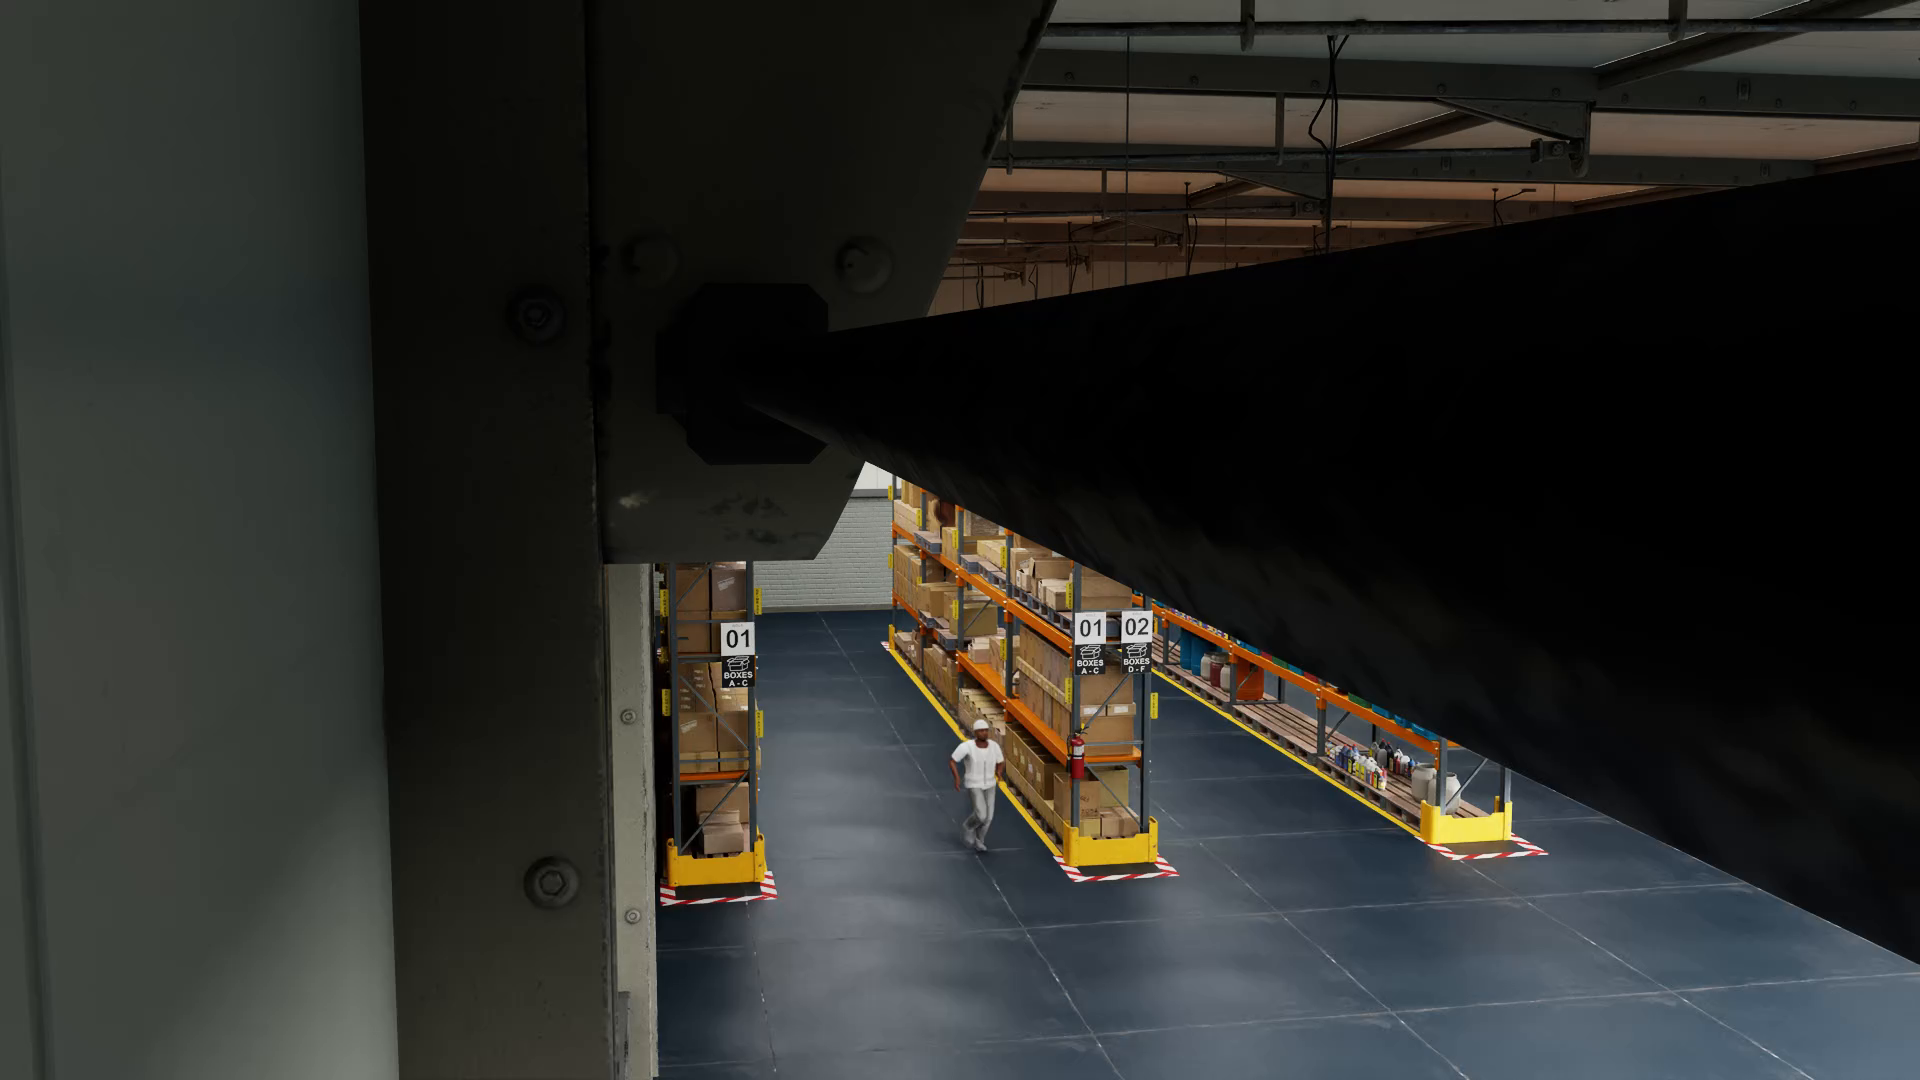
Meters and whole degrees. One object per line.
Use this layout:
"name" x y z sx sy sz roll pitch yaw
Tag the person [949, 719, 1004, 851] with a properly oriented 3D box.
"person" 0.279 3.165 21.353 0.695 1.720 0.583 -3 7 -24
